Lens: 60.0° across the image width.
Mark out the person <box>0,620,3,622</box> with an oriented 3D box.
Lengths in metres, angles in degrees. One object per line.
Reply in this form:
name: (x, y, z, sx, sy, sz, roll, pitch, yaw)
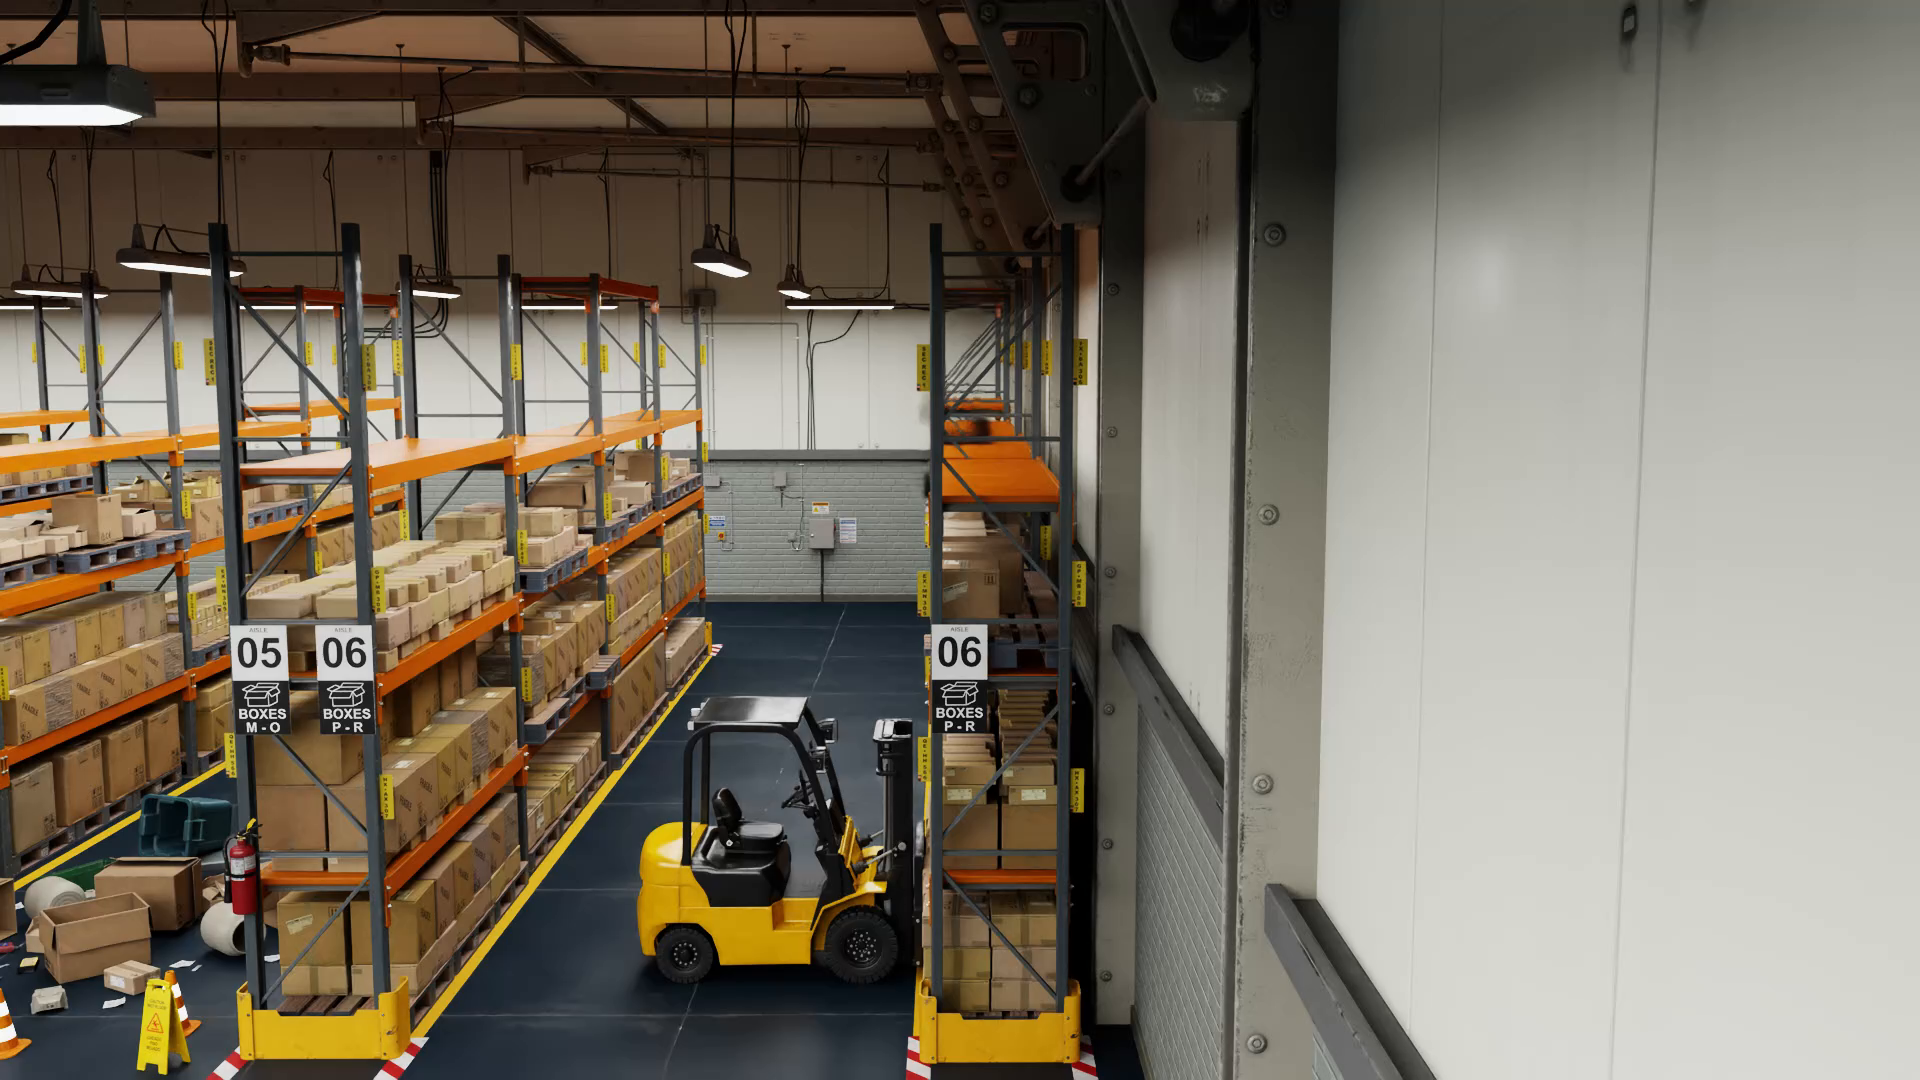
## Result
person: (-12.978, 1.666, 22.285, 0.649, 1.780, 0.939, 0, 7, -2)
